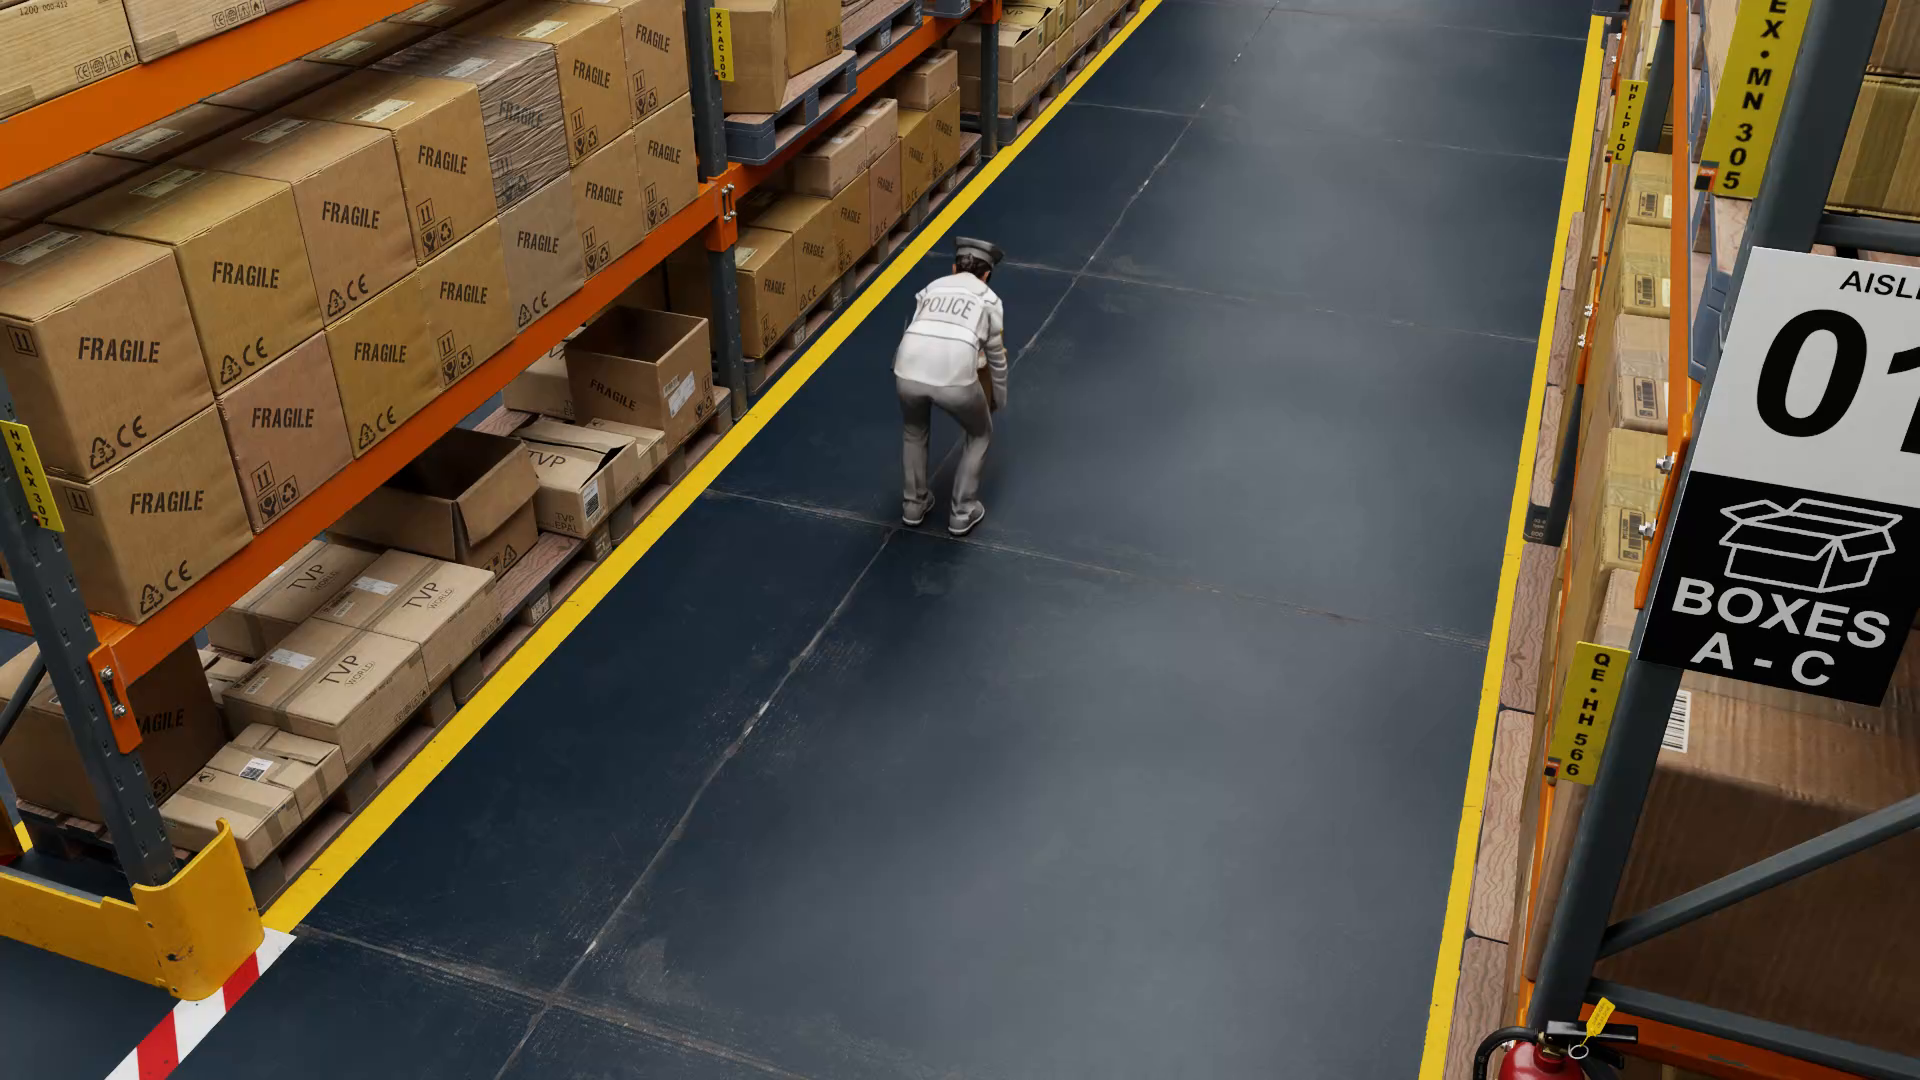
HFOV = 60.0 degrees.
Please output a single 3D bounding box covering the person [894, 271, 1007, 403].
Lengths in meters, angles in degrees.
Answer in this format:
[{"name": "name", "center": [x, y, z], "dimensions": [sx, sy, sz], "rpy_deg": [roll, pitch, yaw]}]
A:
[{"name": "person", "center": [-0.058, -0.803, 7.447], "dimensions": [0.412, 0.653, 0.681], "rpy_deg": [10, 35, 15]}]
